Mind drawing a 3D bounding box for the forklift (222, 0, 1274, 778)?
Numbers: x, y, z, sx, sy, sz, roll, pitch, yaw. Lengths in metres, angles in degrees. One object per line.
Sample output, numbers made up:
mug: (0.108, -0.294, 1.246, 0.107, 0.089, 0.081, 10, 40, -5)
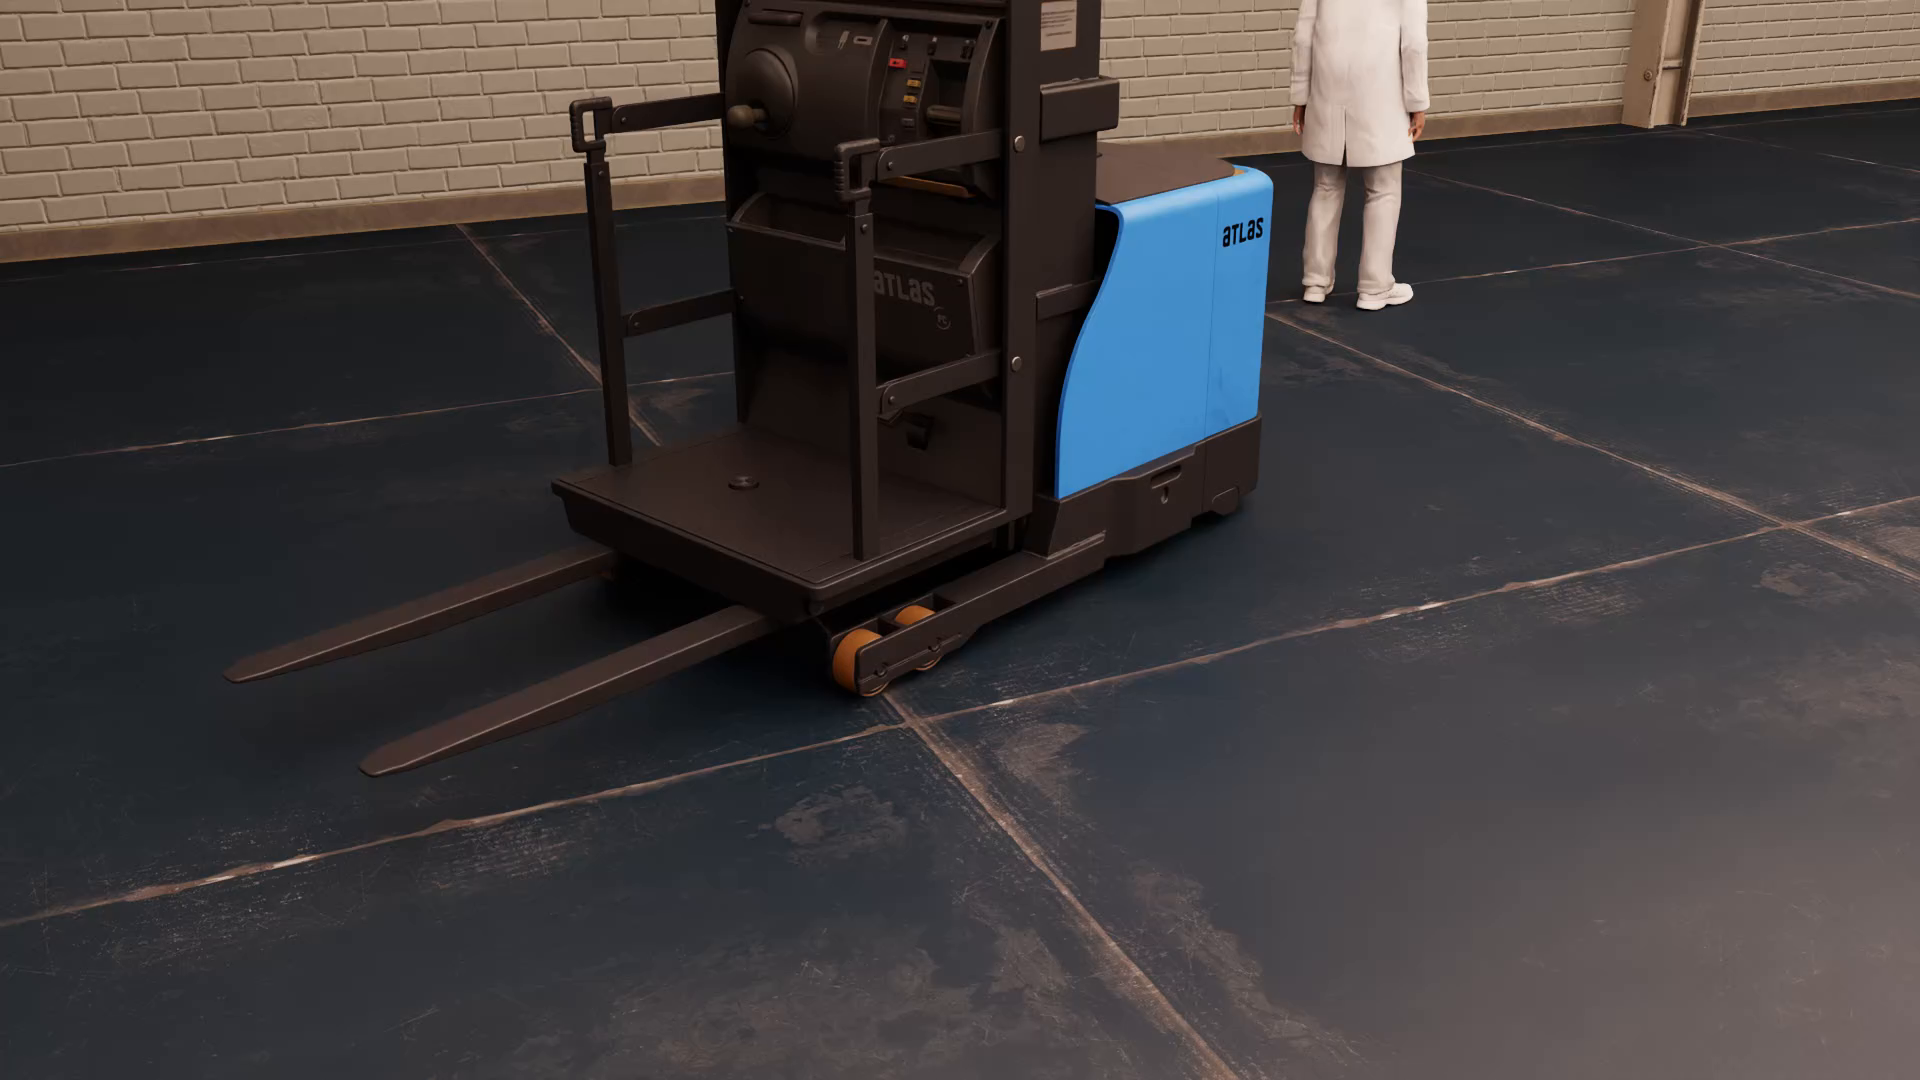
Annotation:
forklift: (-0.413, -1.182, 4.131, 1.130, 2.935, 3.031, 19, 29, 39)

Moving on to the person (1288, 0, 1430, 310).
person: (1.793, -1.951, 7.492, 0.644, 1.772, 0.436, 13, 26, 28)
